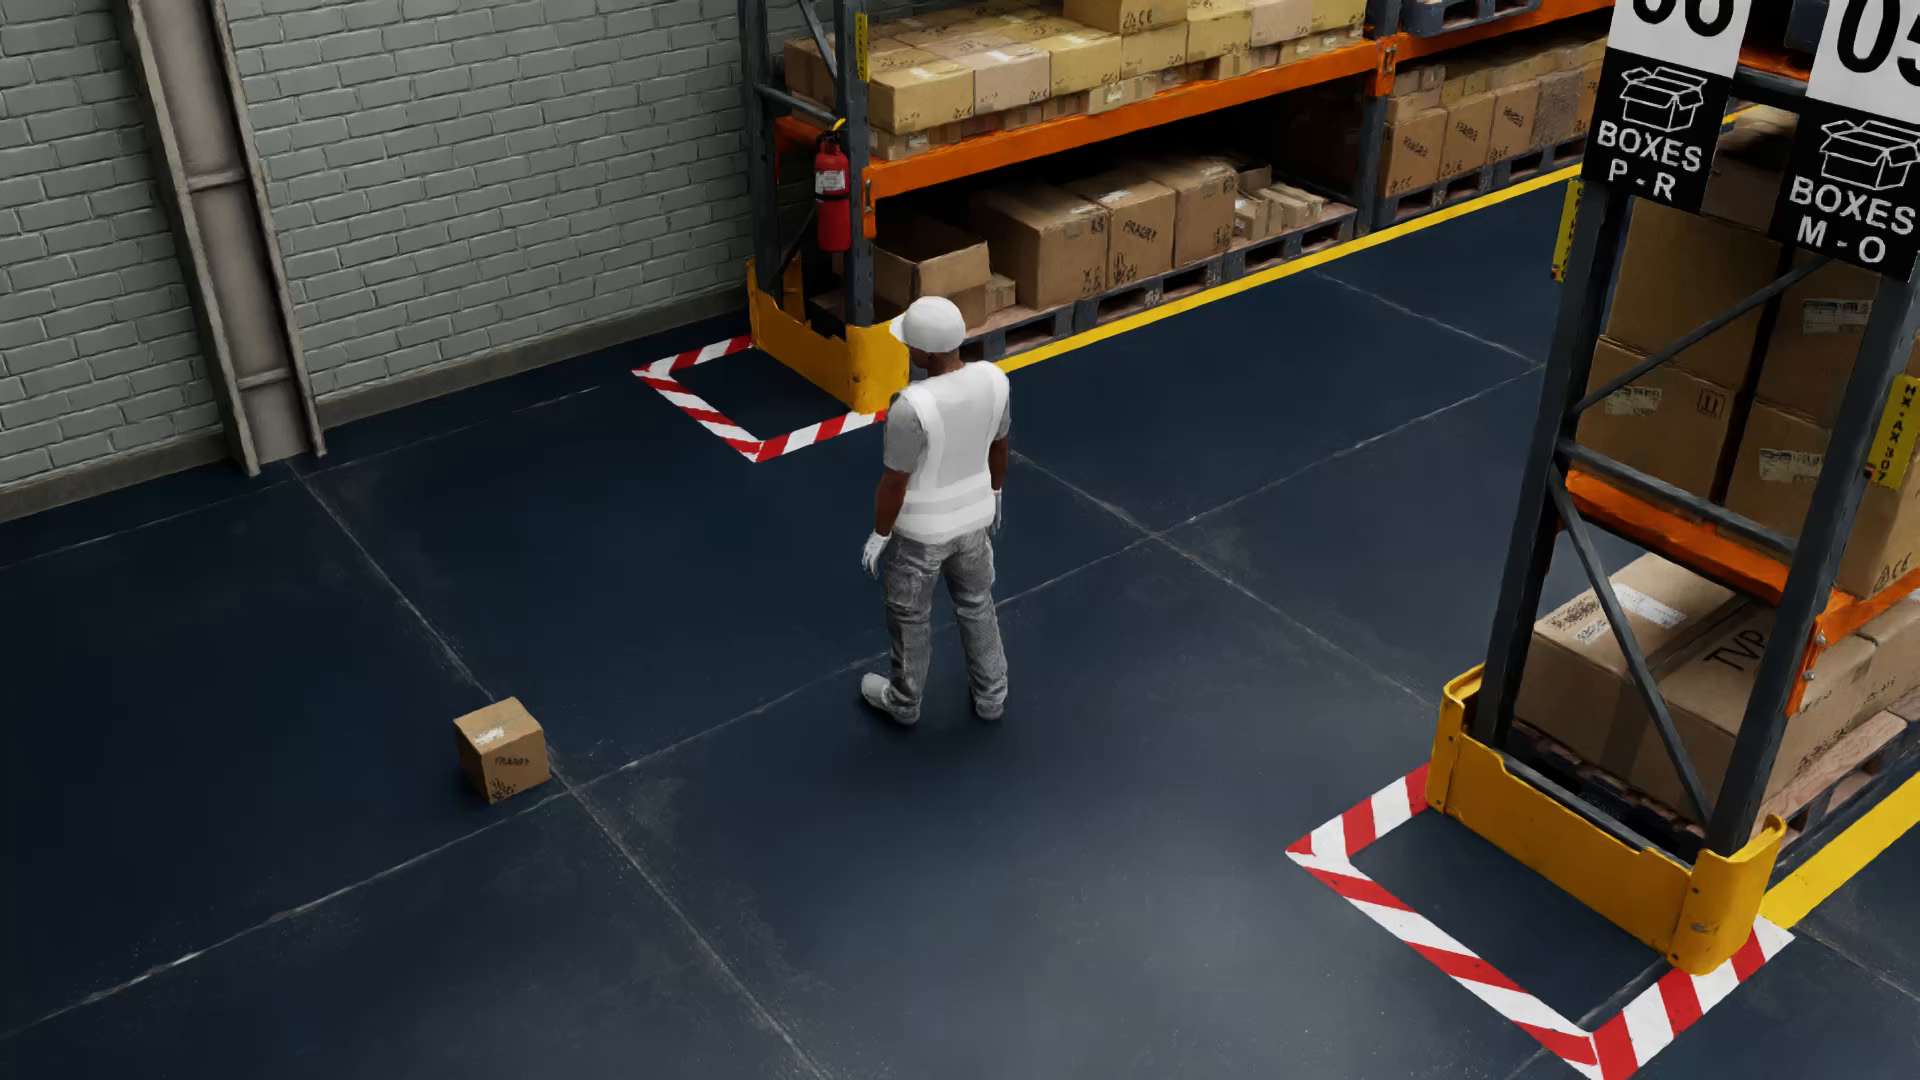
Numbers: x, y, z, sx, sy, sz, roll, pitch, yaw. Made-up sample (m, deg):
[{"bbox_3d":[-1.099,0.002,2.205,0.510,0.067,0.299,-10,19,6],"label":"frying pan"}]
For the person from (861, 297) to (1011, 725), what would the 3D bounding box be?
[{"bbox_3d":[-0.112,-0.092,6.213,0.640,1.784,0.511,-24,39,-33],"label":"person"}]
